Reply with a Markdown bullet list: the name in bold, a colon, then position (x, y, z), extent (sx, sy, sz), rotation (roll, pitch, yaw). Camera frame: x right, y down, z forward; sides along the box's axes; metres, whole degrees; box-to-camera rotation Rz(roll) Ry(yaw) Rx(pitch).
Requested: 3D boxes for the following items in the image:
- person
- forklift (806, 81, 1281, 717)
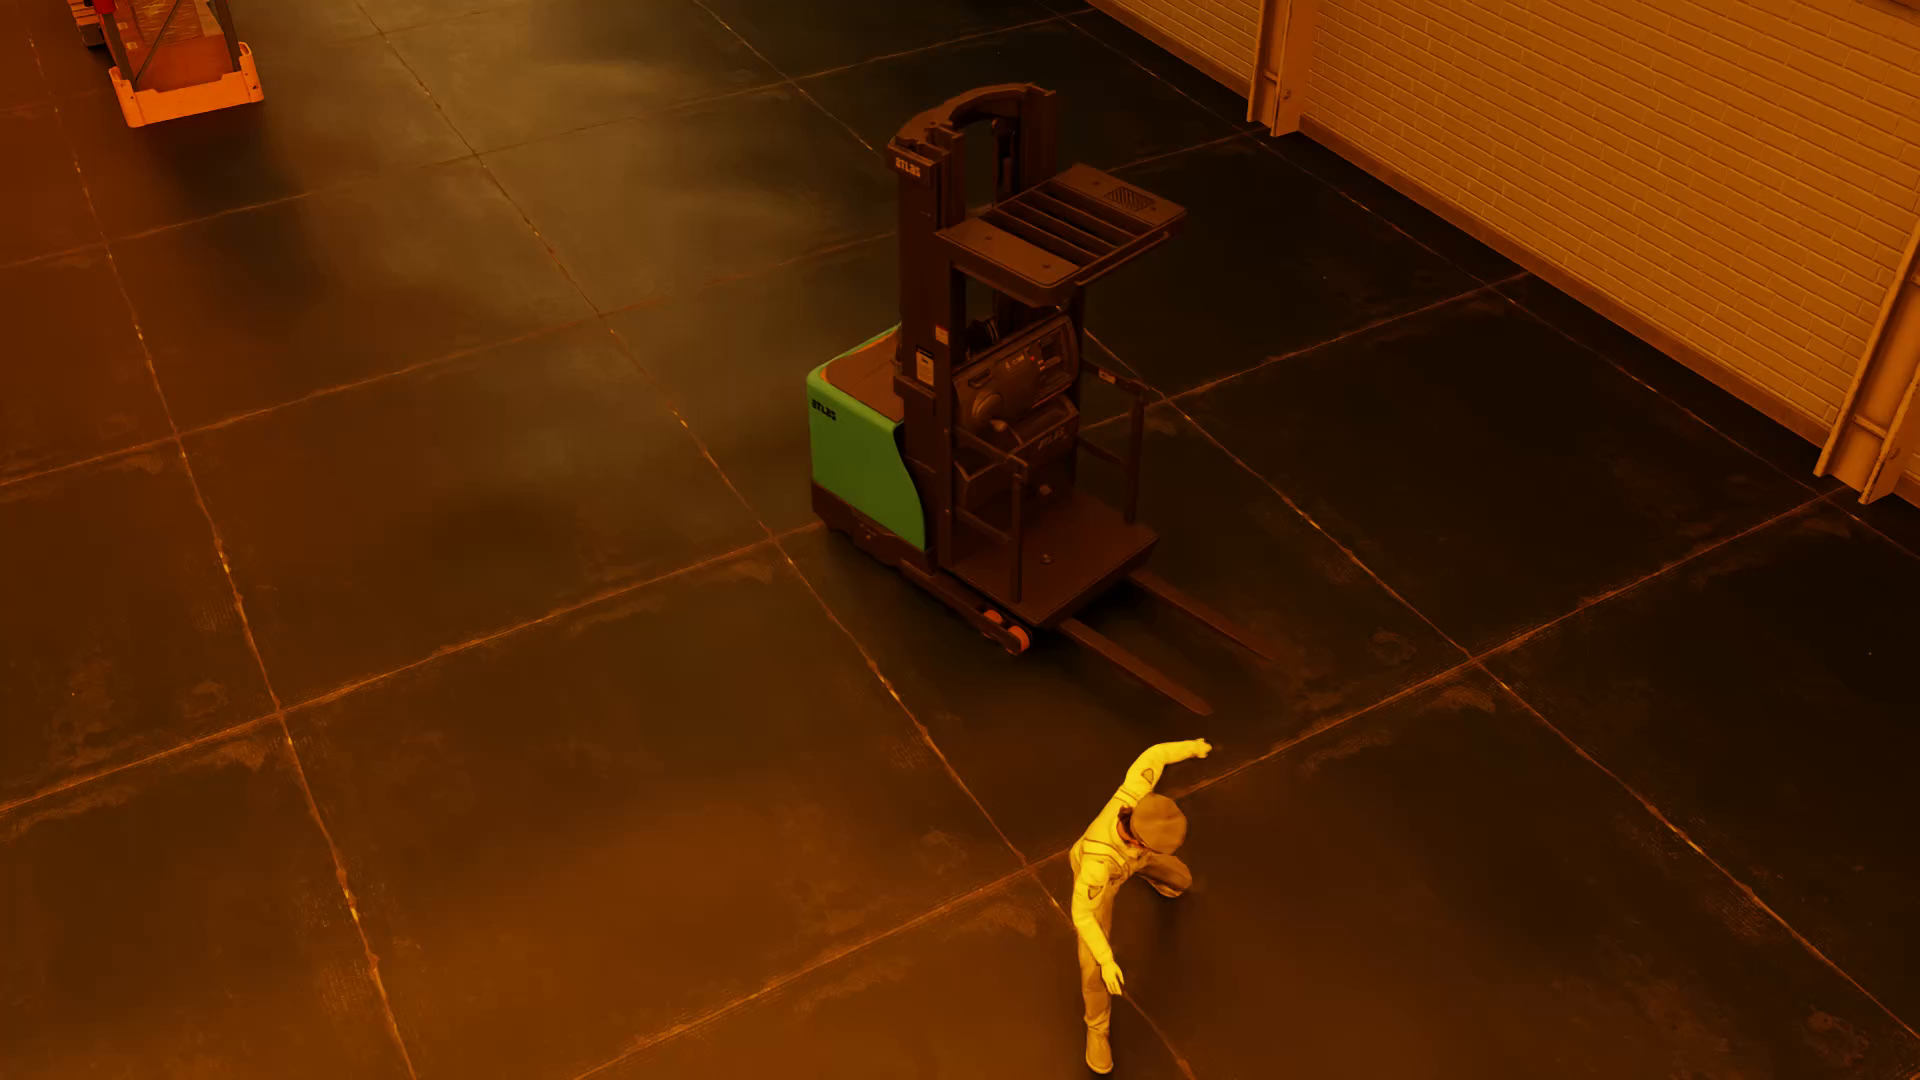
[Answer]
- **person**: position (0.796, 1.481, 7.448), extent (1.127, 1.403, 0.705), rotation (-31, 49, -32)
- **forklift**: position (0.469, -0.847, 9.057), extent (3.031, 2.935, 1.130), rotation (32, 49, 33)
